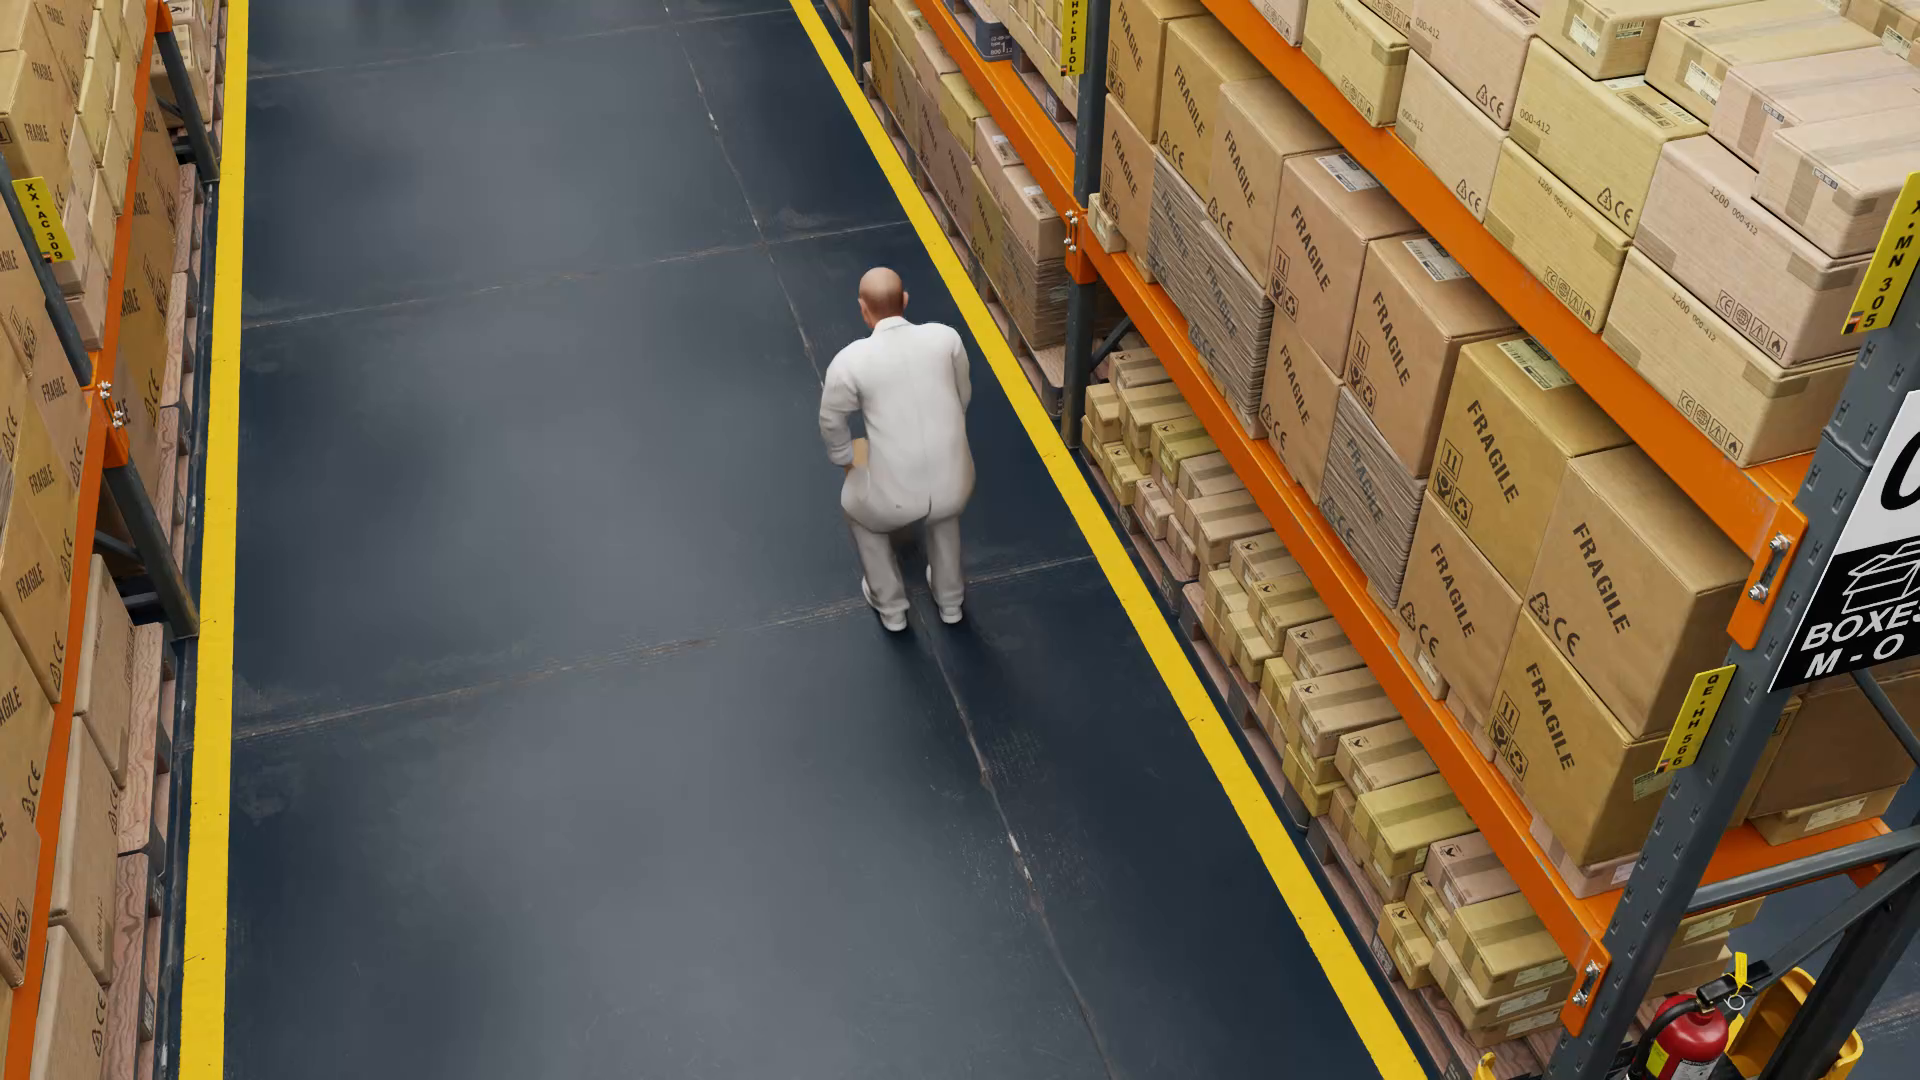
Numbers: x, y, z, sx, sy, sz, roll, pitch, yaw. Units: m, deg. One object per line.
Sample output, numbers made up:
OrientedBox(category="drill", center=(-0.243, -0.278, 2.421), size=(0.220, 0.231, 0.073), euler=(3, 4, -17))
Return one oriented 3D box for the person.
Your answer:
OrientedBox(category="person", center=(-0.235, -0.313, 6.689), size=(0.625, 1.564, 0.612), euler=(-11, 43, -13))
